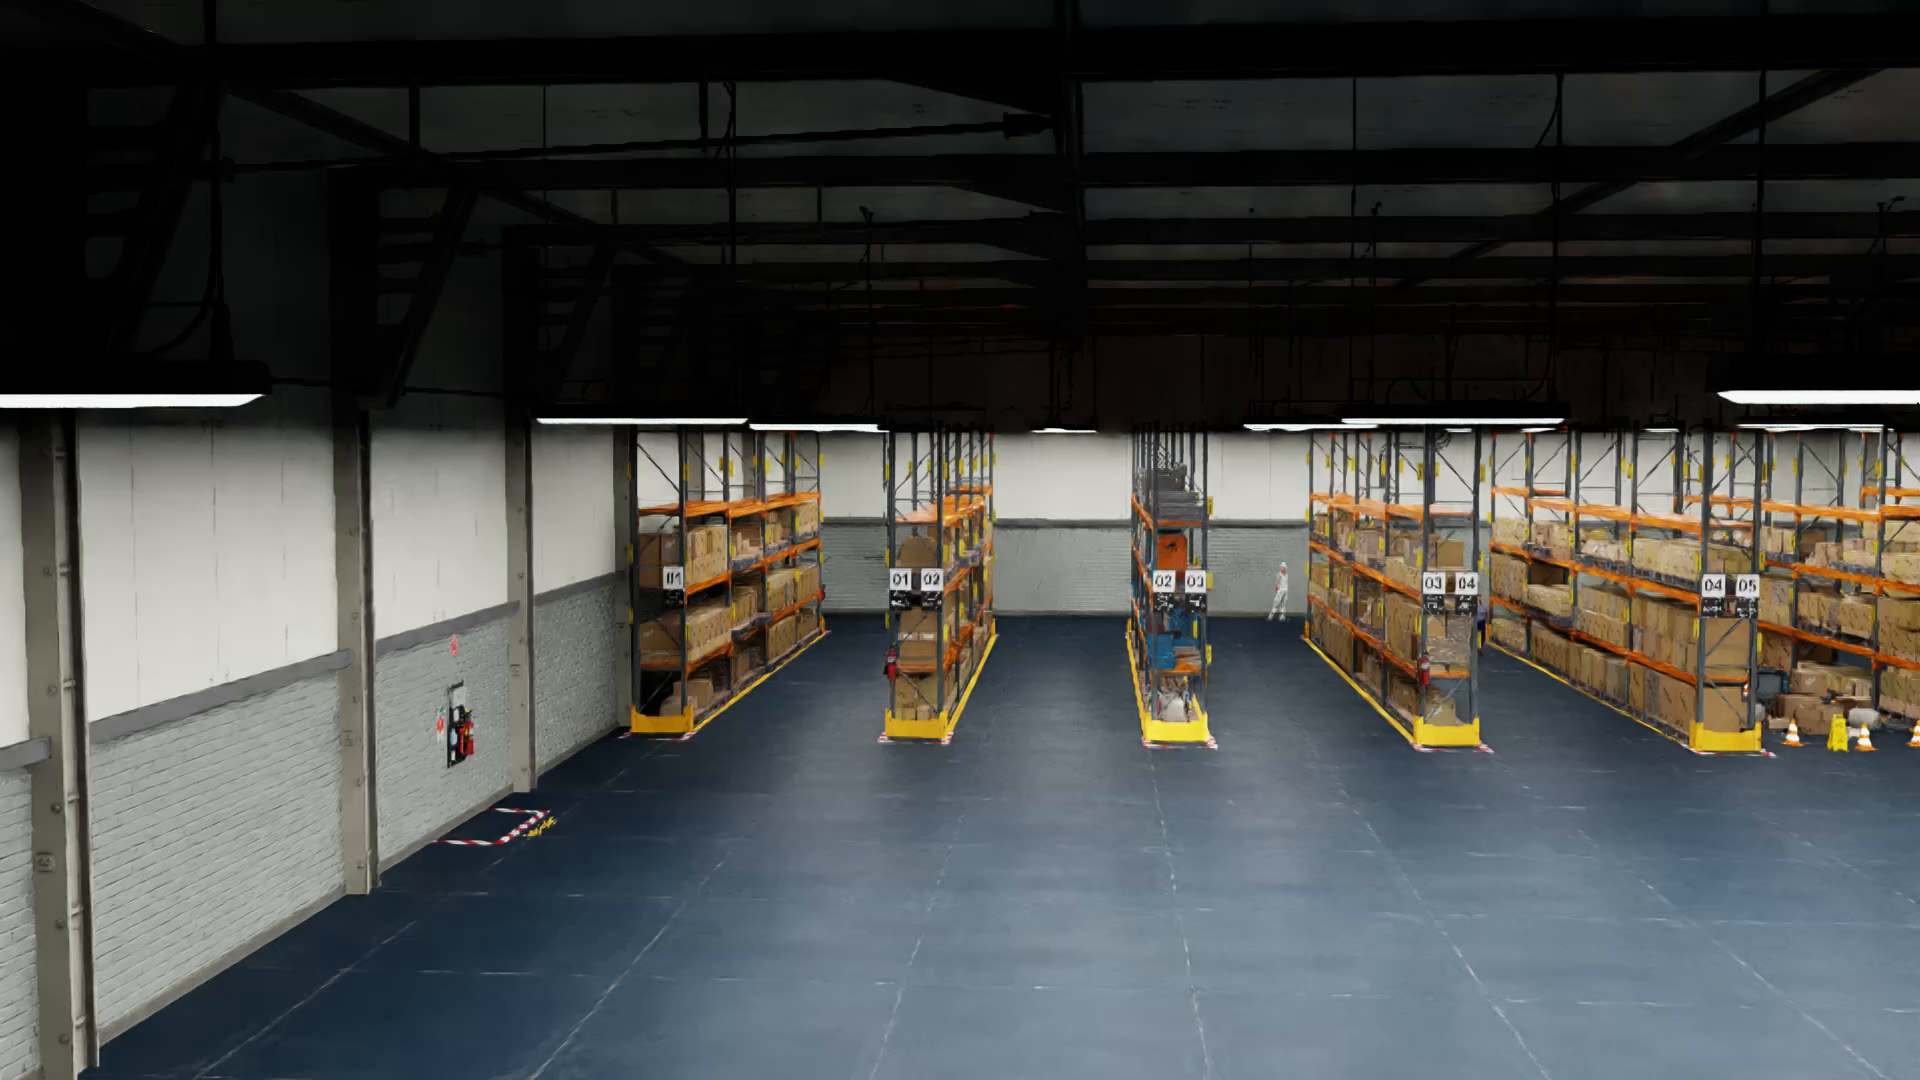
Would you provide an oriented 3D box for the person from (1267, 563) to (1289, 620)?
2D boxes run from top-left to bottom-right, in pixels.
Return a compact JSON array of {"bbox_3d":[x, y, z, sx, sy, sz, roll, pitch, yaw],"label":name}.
[{"bbox_3d":[9.817,1.595,51.258,0.721,1.786,0.495,-3,5,-39],"label":"person"}]

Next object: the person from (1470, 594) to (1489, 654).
[{"bbox_3d":[13.498,2.186,43.427,0.621,1.595,0.513,0,4,3],"label":"person"}]

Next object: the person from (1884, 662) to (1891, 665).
[{"bbox_3d":[23.176,2.292,41.393,0.444,1.585,0.989,1,4,15],"label":"person"}]
